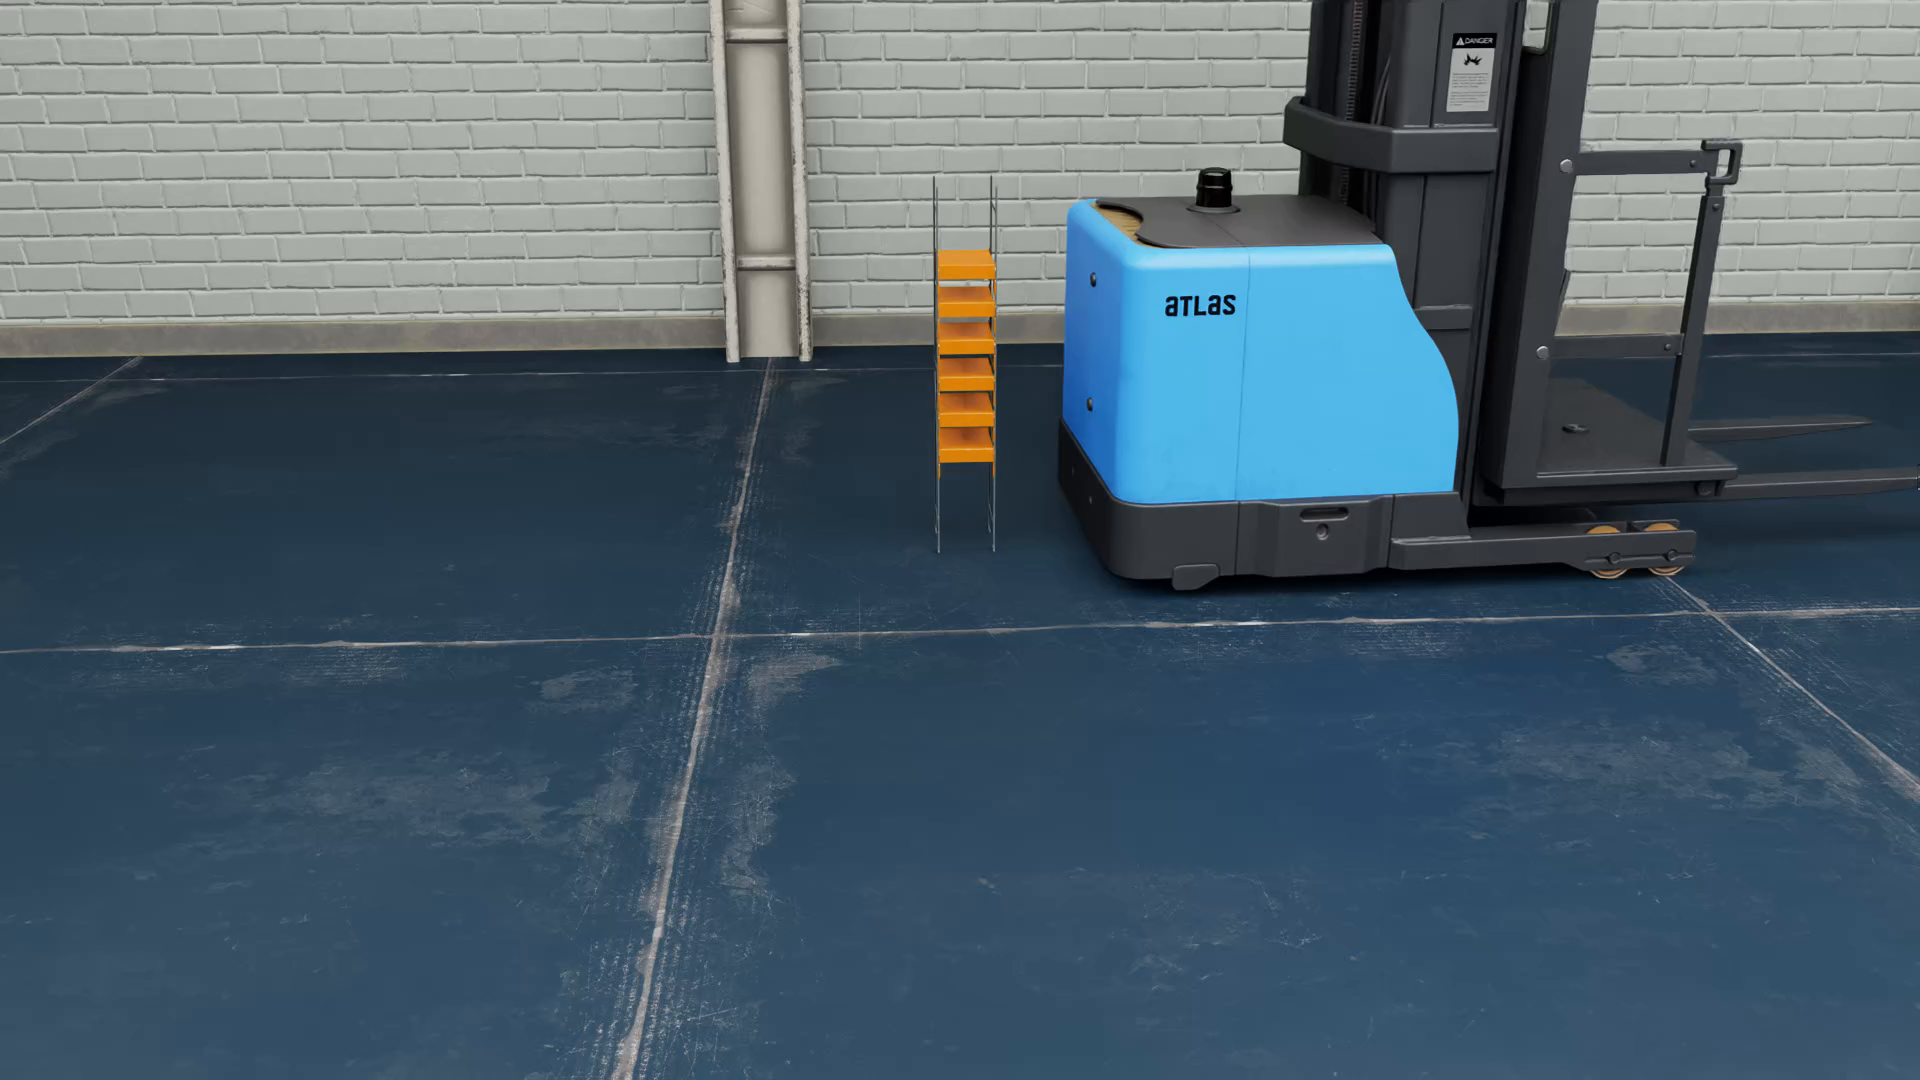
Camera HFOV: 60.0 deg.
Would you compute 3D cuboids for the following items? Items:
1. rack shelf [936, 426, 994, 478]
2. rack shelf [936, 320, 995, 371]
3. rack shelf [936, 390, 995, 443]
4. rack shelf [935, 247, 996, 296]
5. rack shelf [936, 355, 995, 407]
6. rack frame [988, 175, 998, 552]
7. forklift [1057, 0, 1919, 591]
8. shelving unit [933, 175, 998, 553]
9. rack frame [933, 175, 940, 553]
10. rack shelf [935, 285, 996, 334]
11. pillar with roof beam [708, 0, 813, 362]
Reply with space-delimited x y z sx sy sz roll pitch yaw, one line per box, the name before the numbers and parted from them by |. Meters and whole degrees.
rack shelf | 0.014 -0.295 5.509 0.180 0.103 0.258 -1 21 -3
rack shelf | 0.014 -0.632 5.381 0.180 0.103 0.258 -1 21 -3
rack shelf | 0.014 -0.407 5.467 0.180 0.103 0.258 -1 21 -3
rack shelf | 0.014 -0.856 5.296 0.180 0.103 0.258 -1 21 -3
rack shelf | 0.014 -0.520 5.424 0.180 0.103 0.258 -1 21 -3
rack frame | 0.106 -0.563 5.413 0.006 1.200 0.240 -1 21 -3
forklift | 1.907 -1.430 5.257 3.031 2.935 1.130 -3 21 -7
shelving unit | 0.014 -0.561 5.408 0.189 1.200 0.258 -1 21 -3
rack frame | -0.077 -0.559 5.403 0.006 1.200 0.240 -1 21 -3
rack shelf | 0.014 -0.744 5.339 0.180 0.103 0.258 -1 21 -3
pillar with roof beam | -0.661 -3.571 2.354 0.400 9.000 9.100 -1 21 -3
